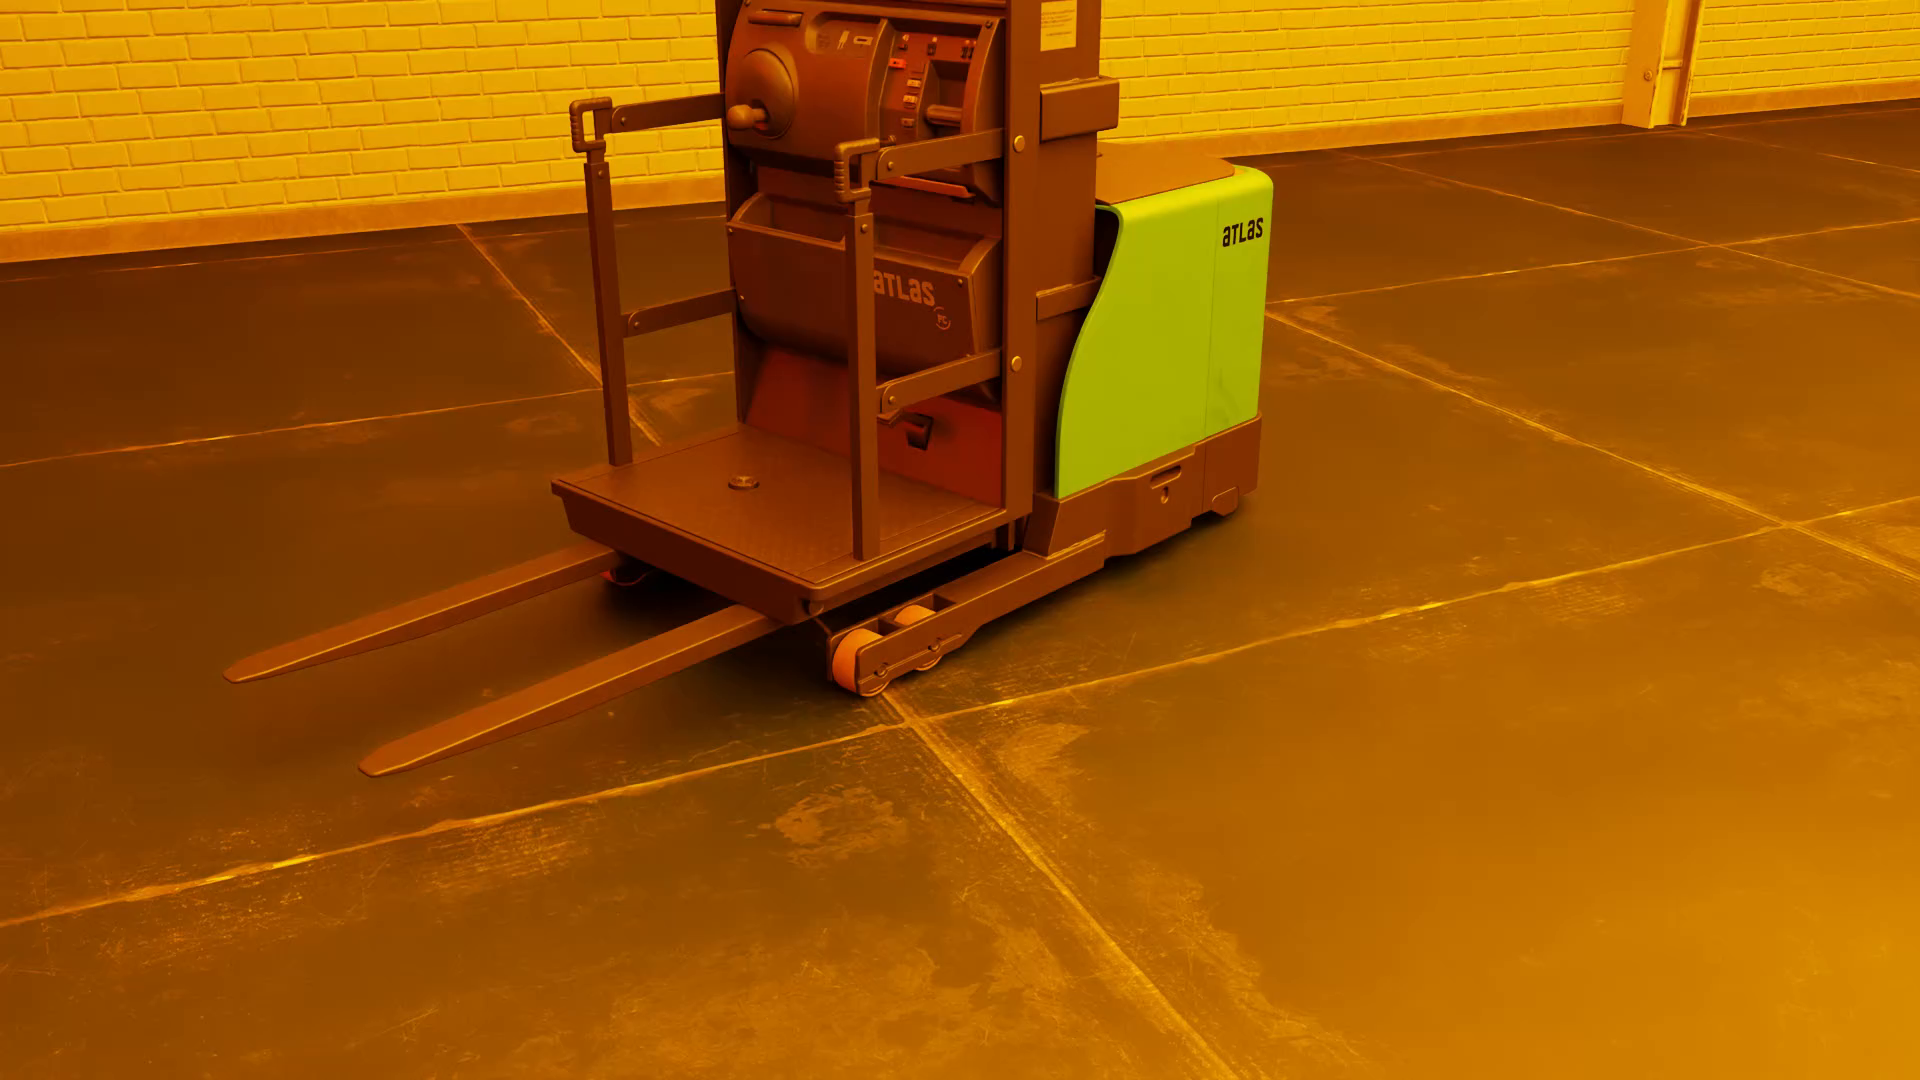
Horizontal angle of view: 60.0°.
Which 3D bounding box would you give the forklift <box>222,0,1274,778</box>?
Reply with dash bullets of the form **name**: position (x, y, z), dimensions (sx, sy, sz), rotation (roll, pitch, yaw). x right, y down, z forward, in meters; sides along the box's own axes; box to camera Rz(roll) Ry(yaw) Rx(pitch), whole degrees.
- **forklift**: position (-0.413, -1.182, 4.131), dimensions (1.130, 2.935, 3.031), rotation (19, 29, 39)
